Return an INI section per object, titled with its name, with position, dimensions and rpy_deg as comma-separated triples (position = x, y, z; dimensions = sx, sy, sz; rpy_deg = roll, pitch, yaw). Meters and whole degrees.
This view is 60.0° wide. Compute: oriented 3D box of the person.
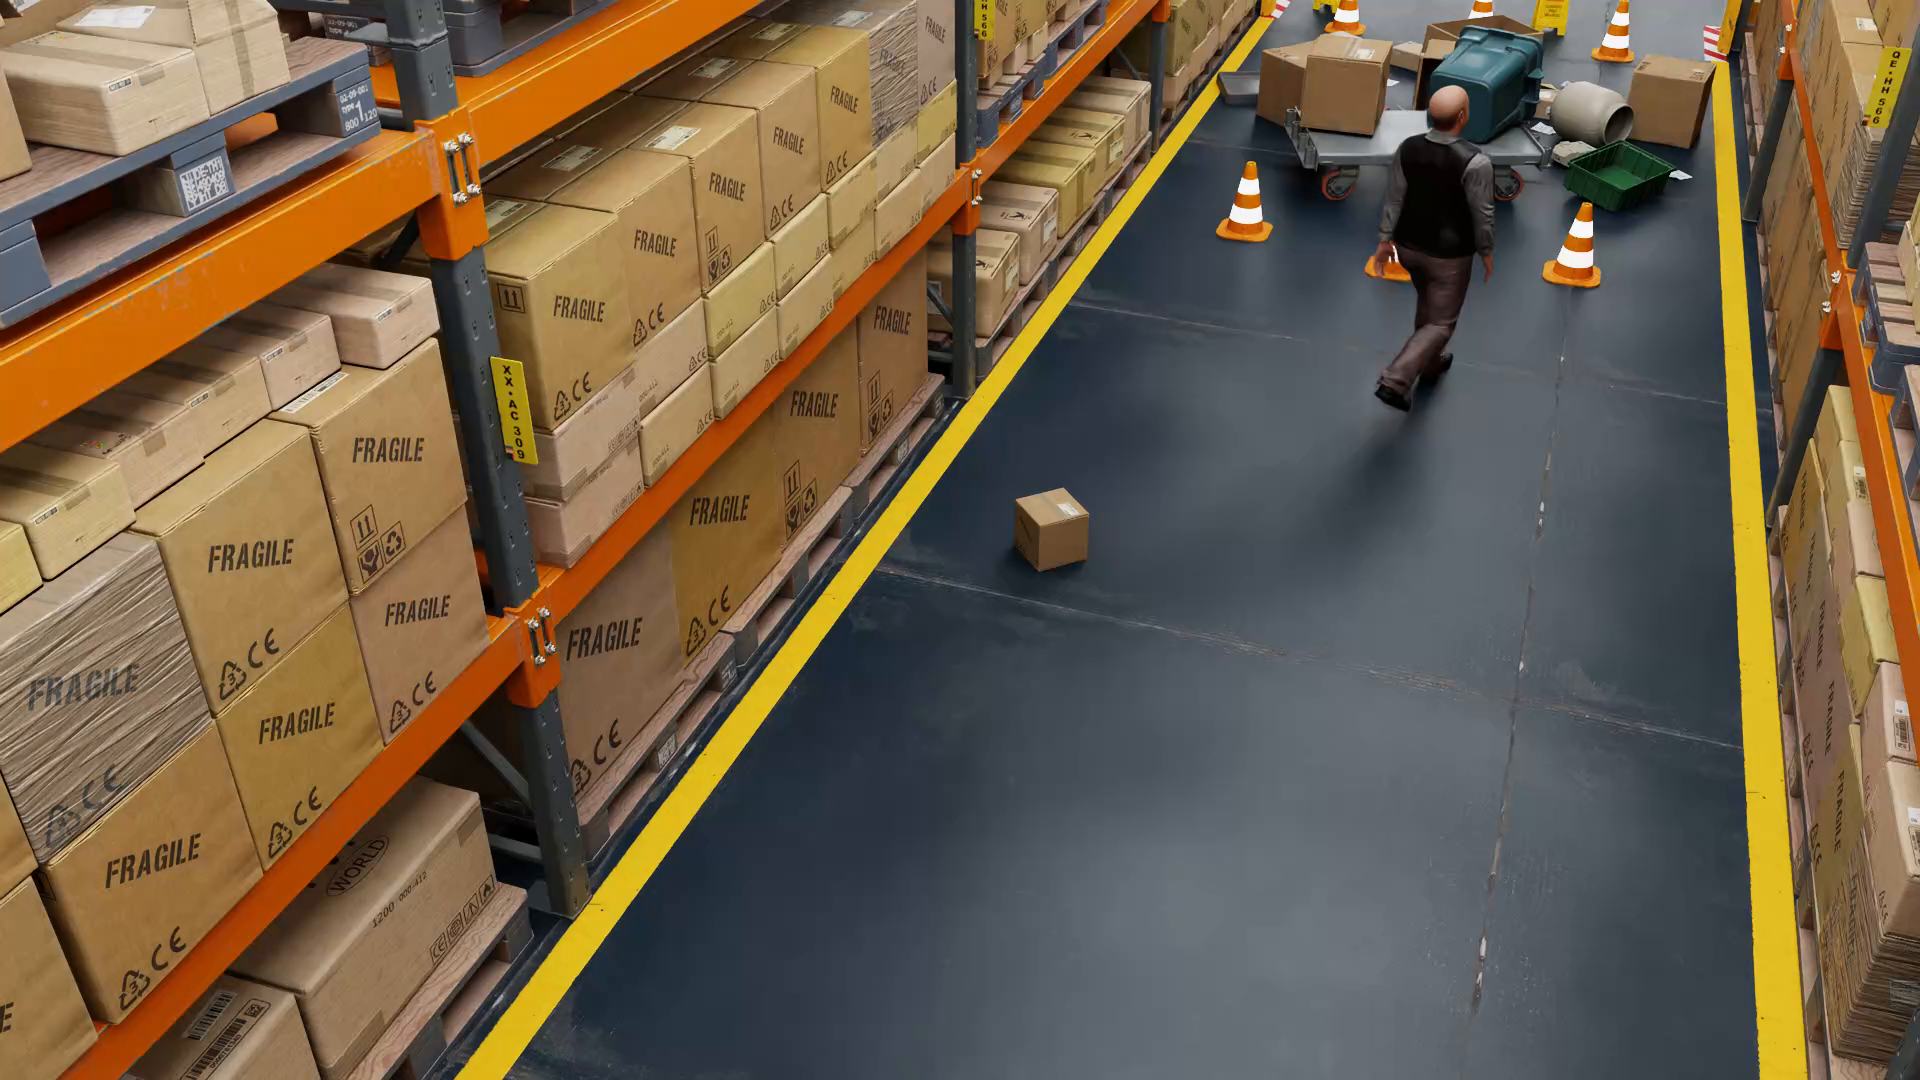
[person]
position = 2.414, -1.472, 8.433
dimensions = 0.949, 1.681, 0.552
rpy_deg = -26, 41, -34
